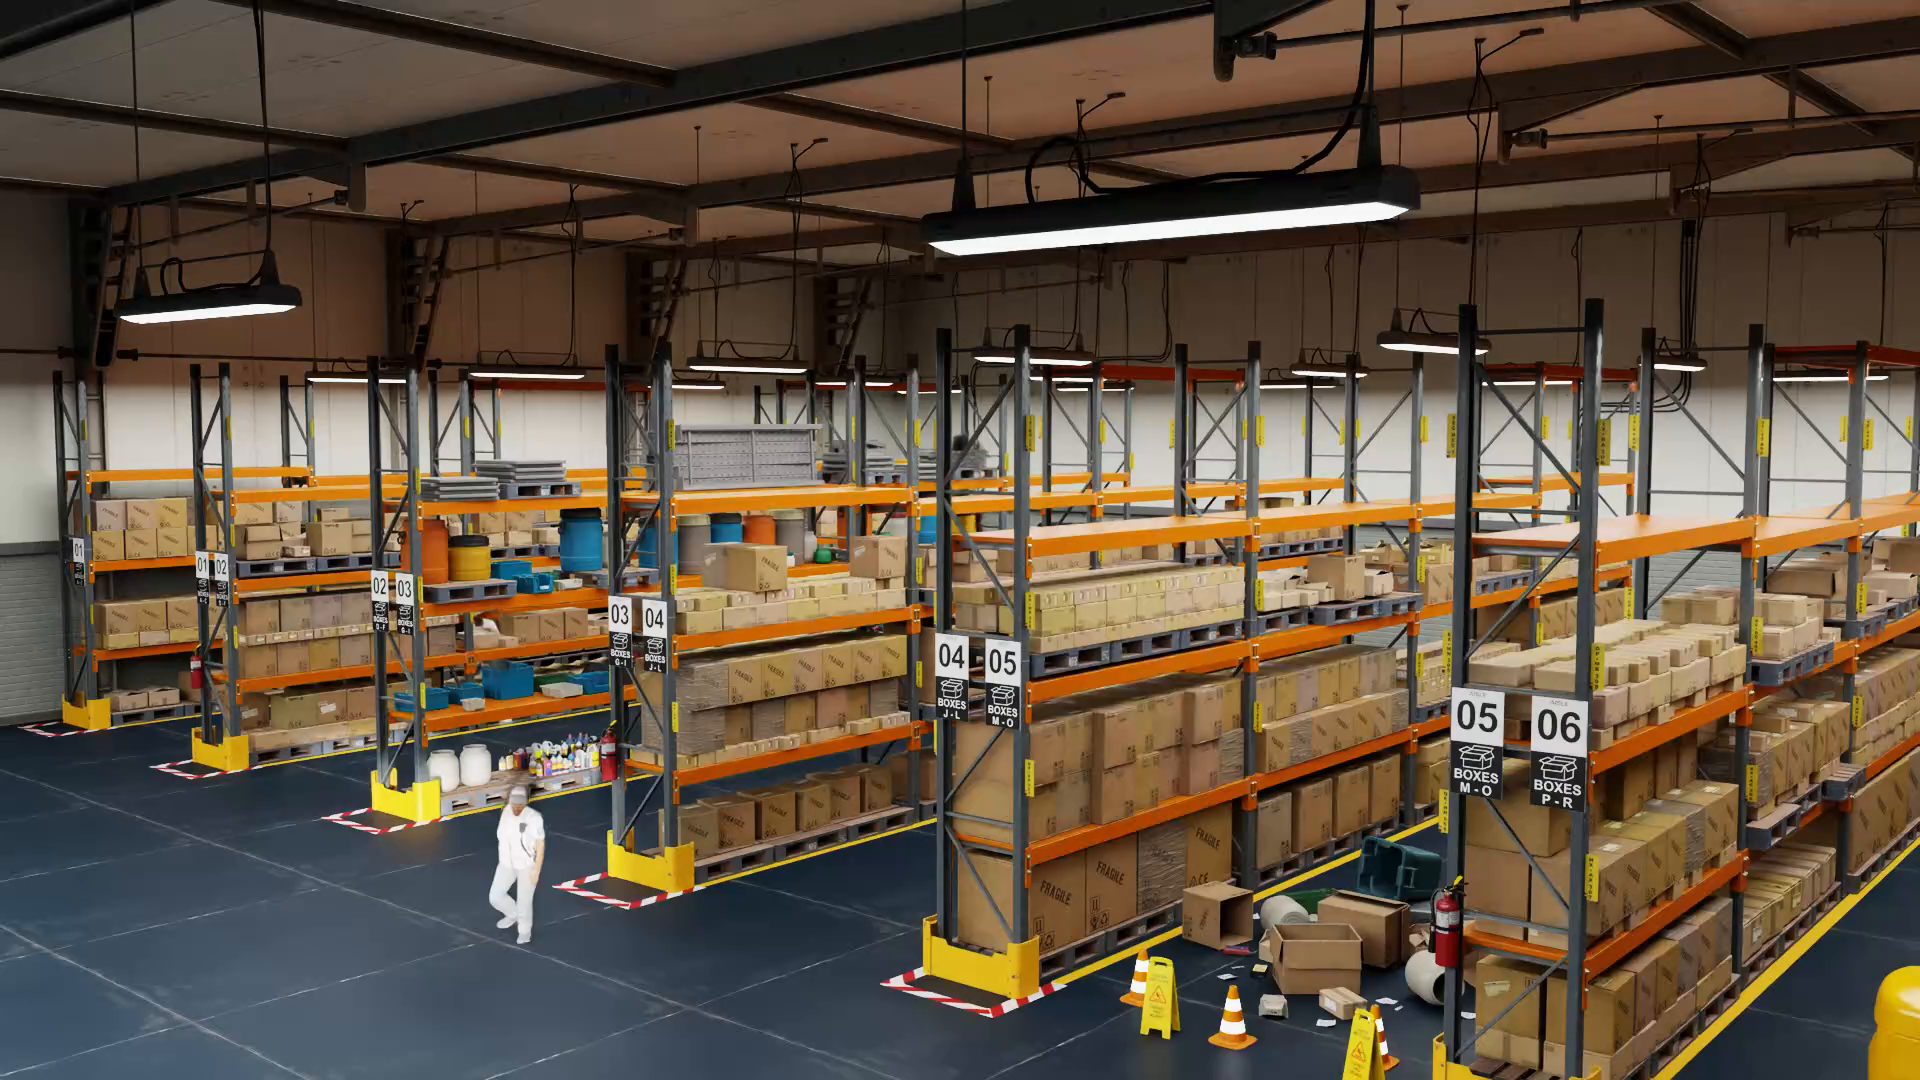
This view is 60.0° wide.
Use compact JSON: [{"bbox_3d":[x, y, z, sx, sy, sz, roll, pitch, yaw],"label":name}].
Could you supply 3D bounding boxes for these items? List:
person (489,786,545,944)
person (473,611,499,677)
[{"bbox_3d":[-4.361,3.185,16.377,0.667,1.616,0.627,1,4,14],"label":"person"},{"bbox_3d":[-8.887,2.078,31.112,0.699,1.698,0.624,0,4,-1],"label":"person"}]
